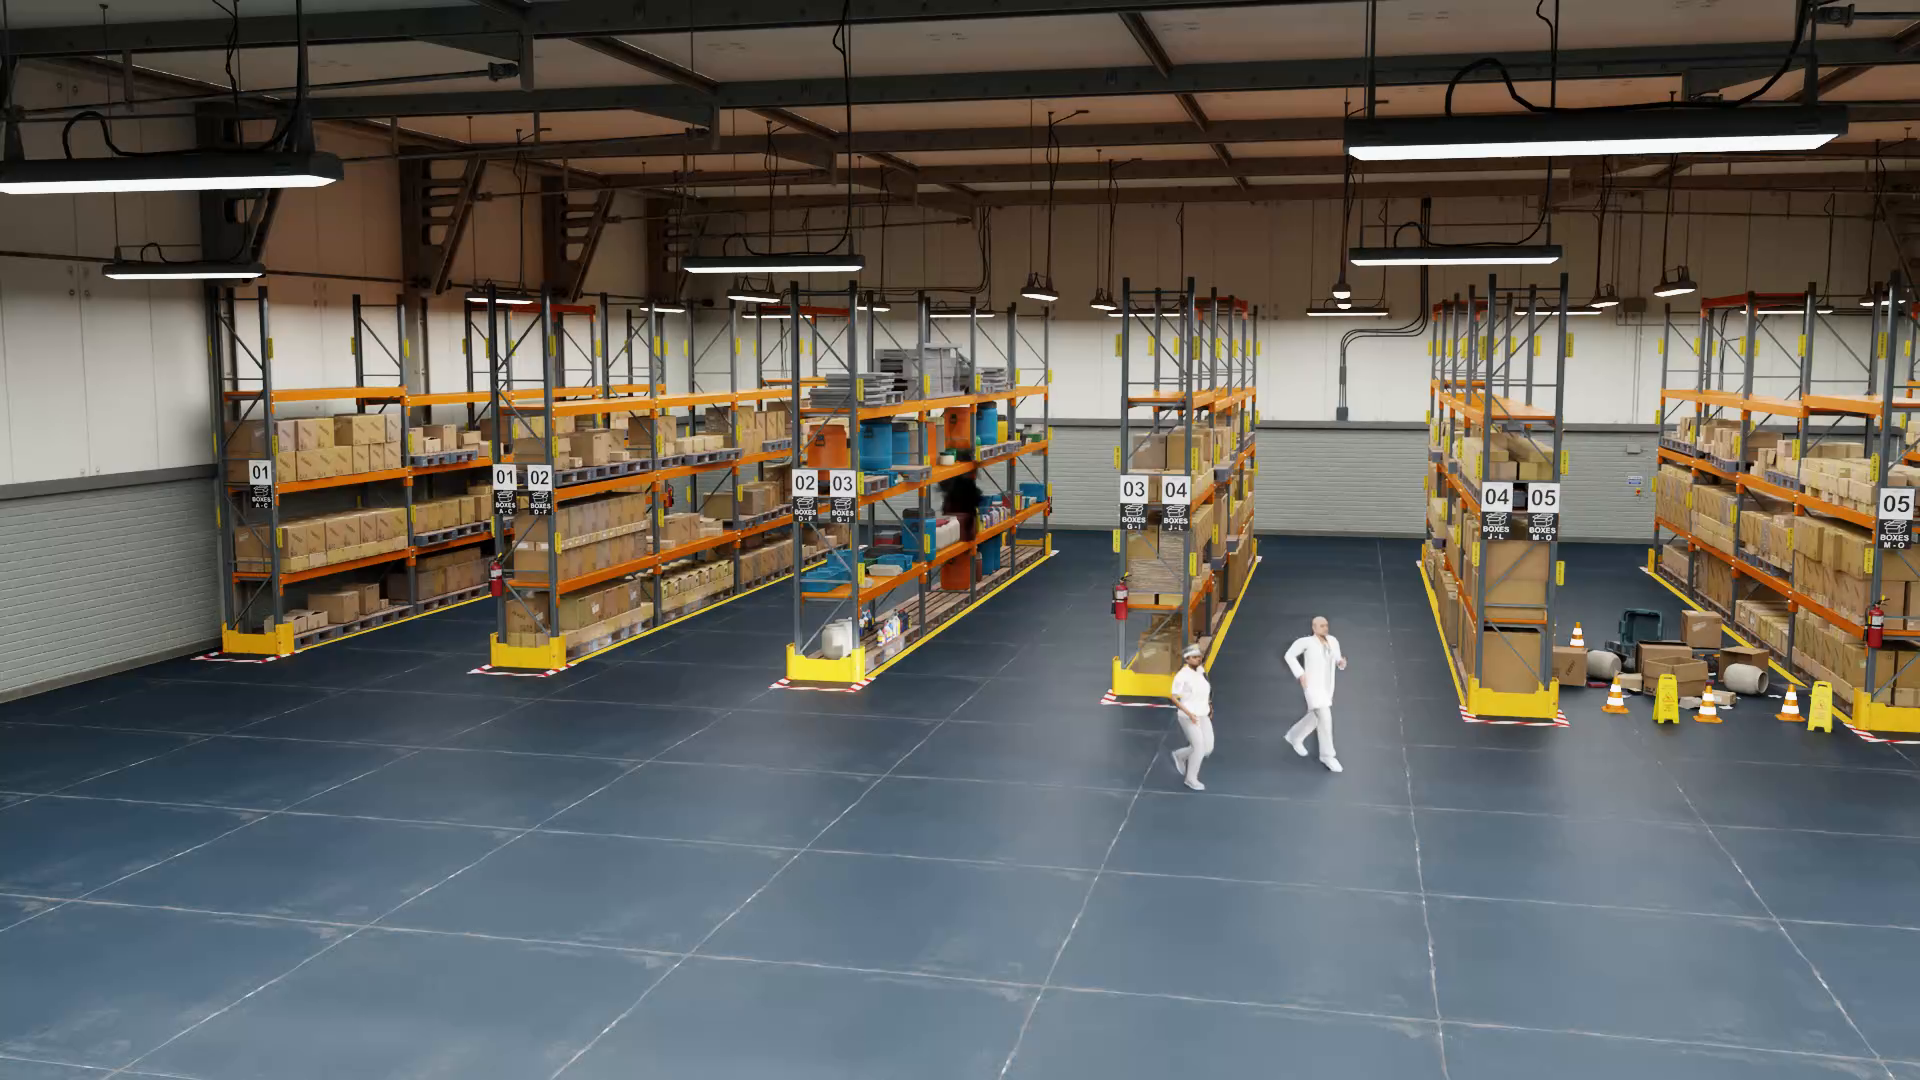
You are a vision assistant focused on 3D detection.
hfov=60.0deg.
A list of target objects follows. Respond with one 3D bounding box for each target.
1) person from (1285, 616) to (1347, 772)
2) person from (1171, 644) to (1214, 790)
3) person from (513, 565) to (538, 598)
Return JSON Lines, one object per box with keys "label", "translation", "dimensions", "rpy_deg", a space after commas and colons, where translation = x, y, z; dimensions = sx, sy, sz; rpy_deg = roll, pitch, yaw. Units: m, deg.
{"label": "person", "translation": [4.329, 1.812, 20.107], "dimensions": [0.679, 1.817, 0.974], "rpy_deg": [-5, 8, -34]}
{"label": "person", "translation": [2.648, 2.005, 19.059], "dimensions": [0.575, 1.672, 0.507], "rpy_deg": [-6, 9, -40]}
{"label": "person", "translation": [-7.678, 0.726, 29.727], "dimensions": [0.676, 1.751, 0.945], "rpy_deg": [1, 7, 12]}
